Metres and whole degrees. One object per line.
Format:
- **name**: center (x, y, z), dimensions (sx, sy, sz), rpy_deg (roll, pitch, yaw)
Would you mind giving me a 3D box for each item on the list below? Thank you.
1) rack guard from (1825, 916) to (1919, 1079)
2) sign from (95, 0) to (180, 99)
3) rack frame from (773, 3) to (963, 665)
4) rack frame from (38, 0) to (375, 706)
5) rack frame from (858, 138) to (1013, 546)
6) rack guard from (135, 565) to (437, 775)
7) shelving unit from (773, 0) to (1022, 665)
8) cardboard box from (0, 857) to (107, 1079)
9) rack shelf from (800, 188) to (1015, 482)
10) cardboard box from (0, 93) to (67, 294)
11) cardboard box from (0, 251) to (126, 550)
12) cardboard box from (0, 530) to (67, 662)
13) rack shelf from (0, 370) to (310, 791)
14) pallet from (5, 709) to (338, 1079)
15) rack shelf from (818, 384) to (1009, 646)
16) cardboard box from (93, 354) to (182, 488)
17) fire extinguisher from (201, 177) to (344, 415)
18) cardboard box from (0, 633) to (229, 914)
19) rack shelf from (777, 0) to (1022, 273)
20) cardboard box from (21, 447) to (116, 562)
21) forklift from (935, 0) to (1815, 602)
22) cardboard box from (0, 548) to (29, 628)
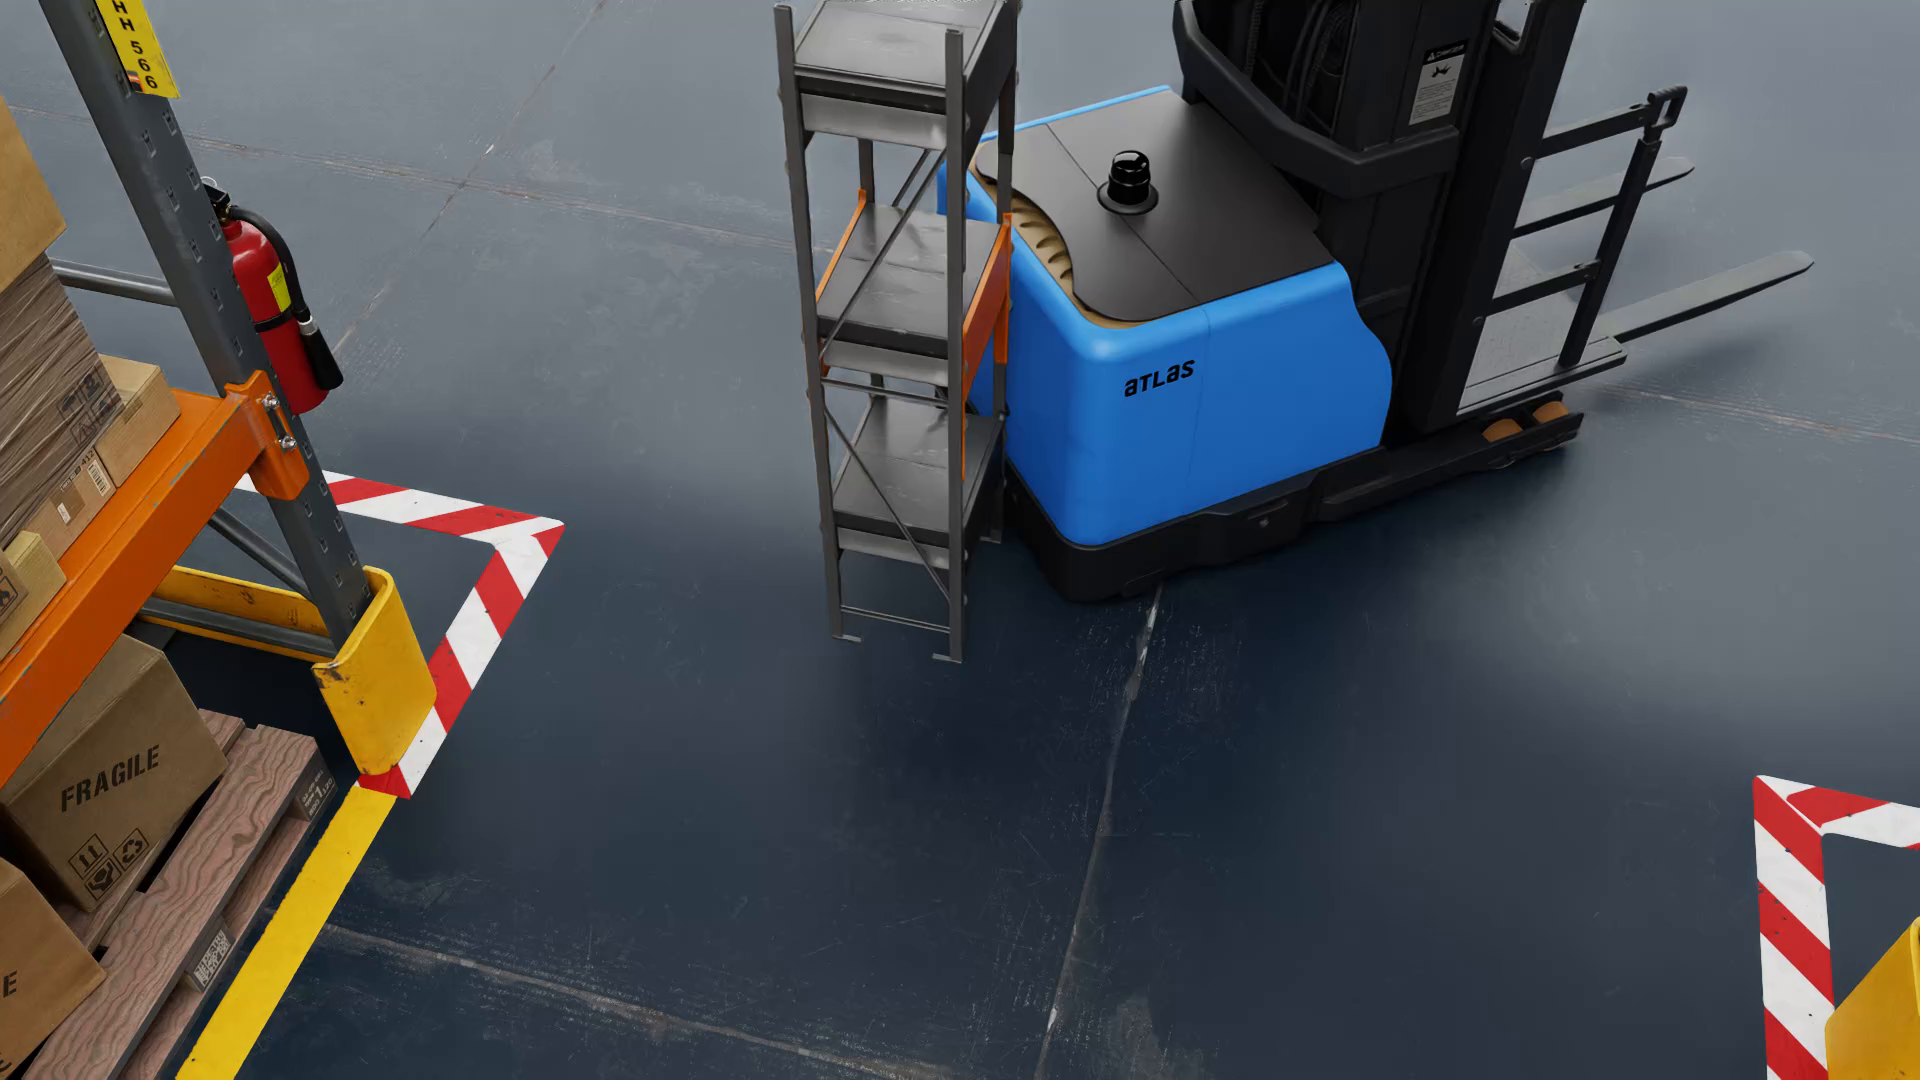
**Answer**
- **rack guard**: center (2.704, 1.254, 3.810), dimensions (1.175, 0.500, 0.348), rpy_deg (12, 50, 10)
- **sign**: center (-1.569, -0.979, 3.130), dimensions (0.100, 0.325, 0.005), rpy_deg (12, 50, 10)
- **rack frame**: center (-0.188, -0.367, 4.173), dimensions (0.400, 2.100, 0.015), rpy_deg (11, 50, 10)
- **rack frame**: center (-2.099, -0.615, 3.792), dimensions (1.000, 3.000, 0.127), rpy_deg (12, 50, 10)
- **rack frame**: center (-0.064, -0.721, 4.486), dimensions (0.400, 2.100, 0.015), rpy_deg (11, 50, 10)
- **rack guard**: center (-2.119, 0.267, 4.681), dimensions (1.175, 0.500, 0.348), rpy_deg (12, 50, 10)
- **shelving unit**: center (-0.126, -0.544, 4.330), dimensions (0.431, 2.100, 0.503), rpy_deg (11, 50, 10)
- **cardboard box**: center (-2.404, 0.961, 3.788), dimensions (0.500, 0.500, 0.500), rpy_deg (24, 53, 20)
- **rack shelf**: center (-0.126, -0.535, 4.340), dimensions (0.431, 0.518, 0.480), rpy_deg (11, 50, 10)
- **cardboard box**: center (-2.006, -0.631, 2.874), dimensions (0.500, 0.500, 0.500), rpy_deg (12, 50, 10)
- **cardboard box**: center (-2.271, -0.354, 3.297), dimensions (0.875, 0.500, 0.500), rpy_deg (12, 50, 10)
- **cardboard box**: center (-2.058, 0.087, 3.340), dimensions (0.380, 0.149, 0.250), rpy_deg (12, 50, 10)
- **rack shelf**: center (-2.626, 1.070, 2.785), dimensions (1.077, 0.370, 4.000), rpy_deg (12, 50, 10)
- **pallet**: center (-2.367, 0.943, 4.277), dimensions (1.003, 0.211, 1.213), rpy_deg (12, 50, 10)
- **rack shelf**: center (-0.126, -0.072, 4.865), dimensions (0.431, 0.518, 0.480), rpy_deg (11, 50, 10)
- **cardboard box**: center (-1.975, -0.285, 3.668), dimensions (0.380, 0.149, 0.250), rpy_deg (12, 50, 10)
- **fire extinguisher**: center (-1.625, -0.581, 3.814), dimensions (0.296, 0.674, 0.183), rpy_deg (12, 50, 10)
- **cardboard box**: center (-2.280, 0.522, 4.176), dimensions (0.500, 0.500, 0.500), rpy_deg (20, 52, 17)
- **rack shelf**: center (-0.126, -0.998, 3.815), dimensions (0.431, 0.518, 0.480), rpy_deg (11, 50, 10)
- **cardboard box**: center (-2.042, -0.104, 3.509), dimensions (0.380, 0.149, 0.250), rpy_deg (12, 50, 10)
- **forklift**: center (1.478, -1.544, 4.658), dimensions (3.031, 2.935, 1.130), rpy_deg (-19, 51, -16)
- **cardboard box**: center (-2.286, 0.031, 2.957), dimensions (0.875, 0.500, 0.500), rpy_deg (12, 50, 10)
